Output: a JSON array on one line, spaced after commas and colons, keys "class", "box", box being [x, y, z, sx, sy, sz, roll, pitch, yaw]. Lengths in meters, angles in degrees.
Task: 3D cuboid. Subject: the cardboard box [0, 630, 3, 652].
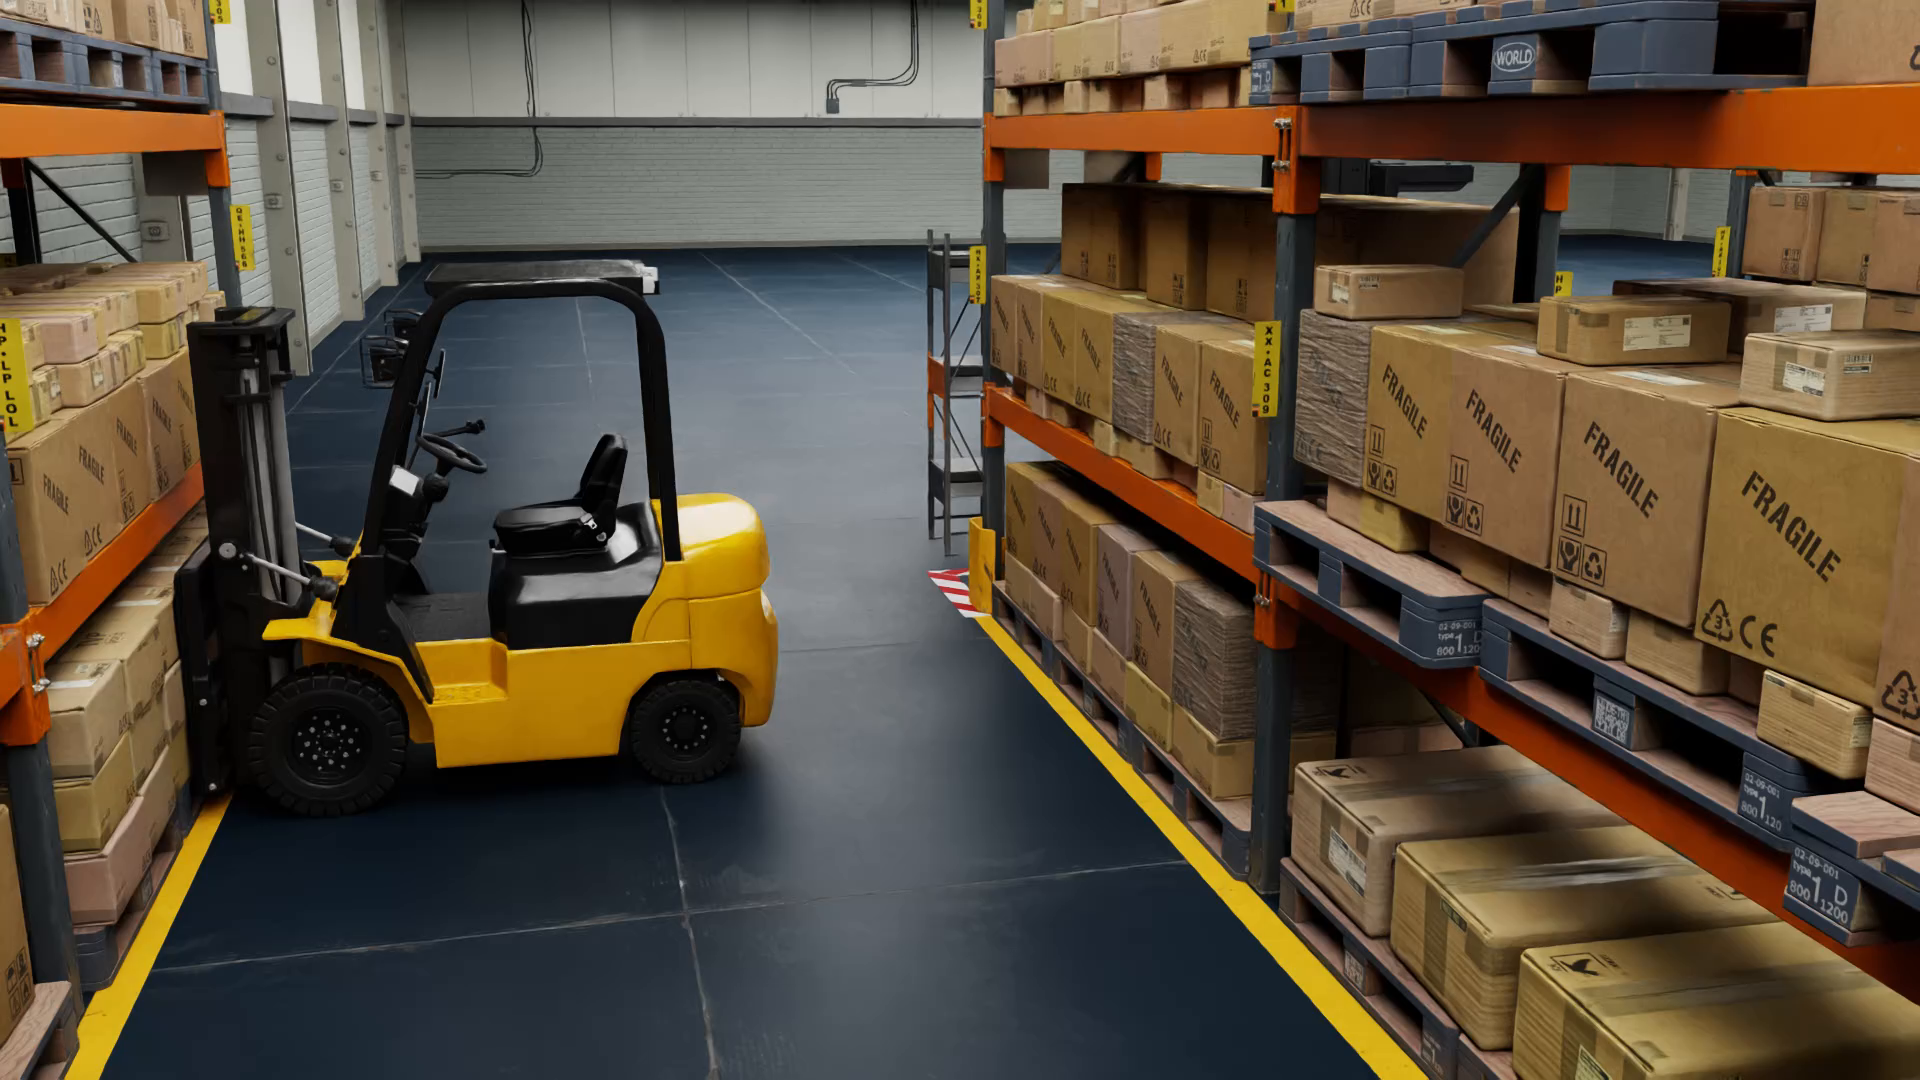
[{"class": "cardboard box", "box": [-2.880, 0.260, 4.359, 0.500, 0.250, 0.500, -3, 14, -12]}]

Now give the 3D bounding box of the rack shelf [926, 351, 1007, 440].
[{"class": "rack shelf", "box": [0.039, -0.969, 11.025, 0.431, 0.518, 0.480, -3, 14, -13]}]

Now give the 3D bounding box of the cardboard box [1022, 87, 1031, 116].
[{"class": "cardboard box", "box": [0.543, -2.300, 8.730, 0.380, 0.149, 0.250, -4, 14, -15]}]

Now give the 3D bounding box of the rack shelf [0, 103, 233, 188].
[{"class": "rack shelf", "box": [-3.722, -1.484, 6.376, 1.077, 0.370, 4.000, -3, 14, -13]}]

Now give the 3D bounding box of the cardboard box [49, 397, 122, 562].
[{"class": "cardboard box", "box": [-3.241, -0.199, 5.712, 0.500, 0.500, 0.500, -3, 14, -12]}]

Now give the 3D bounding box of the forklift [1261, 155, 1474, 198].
[{"class": "forklift", "box": [3.013, -1.718, 12.283, 3.031, 2.935, 1.130, -6, 15, -22]}]

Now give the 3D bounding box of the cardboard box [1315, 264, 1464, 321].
[{"class": "cardboard box", "box": [1.338, -0.776, 5.195, 0.380, 0.149, 0.250, -3, 14, -13]}]

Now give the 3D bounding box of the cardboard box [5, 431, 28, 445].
[{"class": "cardboard box", "box": [-3.072, -0.367, 5.030, 0.380, 0.149, 0.250, -4, 14, -14]}]

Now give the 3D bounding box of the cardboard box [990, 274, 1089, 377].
[{"class": "cardboard box", "box": [0.474, -1.183, 9.113, 0.500, 0.500, 0.500, -4, 14, -14]}]

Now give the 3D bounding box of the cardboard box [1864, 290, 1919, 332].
[{"class": "cardboard box", "box": [5.711, -1.142, 9.466, 0.875, 0.550, 0.550, -3, 14, -13]}]

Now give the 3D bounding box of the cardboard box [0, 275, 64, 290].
[{"class": "cardboard box", "box": [-4.173, -1.076, 7.307, 0.380, 0.149, 0.250, -3, 14, -13]}]

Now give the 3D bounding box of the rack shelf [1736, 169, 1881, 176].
[{"class": "rack shelf", "box": [5.890, -2.061, 8.736, 1.077, 0.370, 4.000, -3, 14, -13]}]

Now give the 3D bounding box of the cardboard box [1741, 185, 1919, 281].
[{"class": "cardboard box", "box": [5.469, -1.924, 10.390, 0.875, 0.550, 0.550, -3, 14, -13]}]

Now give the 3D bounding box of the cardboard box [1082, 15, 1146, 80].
[{"class": "cardboard box", "box": [0.847, -2.159, 7.314, 0.500, 0.250, 0.500, -3, 14, -12]}]

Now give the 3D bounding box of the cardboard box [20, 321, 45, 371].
[{"class": "cardboard box", "box": [-3.257, -0.627, 5.467, 0.380, 0.149, 0.250, -4, 14, -14]}]

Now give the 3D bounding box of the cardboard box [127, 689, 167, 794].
[{"class": "cardboard box", "box": [-3.186, 0.729, 5.977, 0.500, 0.250, 0.500, -3, 14, -13]}]

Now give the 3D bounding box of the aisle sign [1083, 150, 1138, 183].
[{"class": "aisle sign", "box": [0.899, -2.408, 9.487, 0.394, 0.787, 0.004, -3, 14, -13]}]

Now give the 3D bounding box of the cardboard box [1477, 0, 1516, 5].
[{"class": "cardboard box", "box": [1.579, -1.392, 3.913, 0.500, 0.250, 0.500, -3, 14, -14]}]

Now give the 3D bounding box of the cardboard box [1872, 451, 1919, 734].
[{"class": "cardboard box", "box": [2.002, 0.125, 2.871, 0.500, 0.500, 0.500, -4, 14, -14]}]

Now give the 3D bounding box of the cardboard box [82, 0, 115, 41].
[{"class": "cardboard box", "box": [-3.607, -2.130, 6.191, 0.797, 0.503, 0.637, -3, 14, -11]}]

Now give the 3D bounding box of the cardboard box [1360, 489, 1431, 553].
[{"class": "cardboard box", "box": [1.444, -0.071, 5.042, 0.380, 0.149, 0.250, -3, 14, -12]}]

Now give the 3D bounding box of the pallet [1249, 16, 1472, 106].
[{"class": "pallet", "box": [1.613, -1.410, 4.953, 1.213, 0.211, 1.003, -3, 14, -13]}]

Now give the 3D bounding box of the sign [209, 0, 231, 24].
[{"class": "sign", "box": [-3.661, -2.713, 8.194, 0.100, 0.325, 0.005, -3, 14, -13]}]

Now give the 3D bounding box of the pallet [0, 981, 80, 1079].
[{"class": "pallet", "box": [-3.042, 1.608, 4.402, 1.003, 0.211, 1.213, -3, 14, -13]}]

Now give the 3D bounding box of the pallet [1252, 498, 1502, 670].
[{"class": "pallet", "box": [1.610, 0.085, 5.162, 1.003, 0.211, 1.213, -3, 14, -13]}]

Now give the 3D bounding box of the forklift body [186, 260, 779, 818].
[{"class": "forklift body", "box": [-1.973, -0.089, 7.261, 2.313, 2.155, 1.214, -3, 14, -13]}]

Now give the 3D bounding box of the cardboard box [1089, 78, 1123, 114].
[{"class": "cardboard box", "box": [0.803, -1.999, 7.498, 0.380, 0.149, 0.250, -4, 14, -15]}]

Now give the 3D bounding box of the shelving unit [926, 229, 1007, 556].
[{"class": "shelving unit", "box": [0.039, -0.982, 11.022, 0.431, 2.100, 0.503, -3, 14, -13]}]

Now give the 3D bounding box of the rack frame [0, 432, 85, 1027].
[{"class": "rack frame", "box": [-3.252, 0.085, 4.758, 1.000, 3.000, 0.127, -3, 14, -13]}]

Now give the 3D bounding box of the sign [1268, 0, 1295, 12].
[{"class": "sign", "box": [1.046, -1.869, 5.345, 0.100, 0.325, 0.005, -3, 14, -13]}]

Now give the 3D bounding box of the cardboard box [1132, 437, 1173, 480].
[{"class": "cardboard box", "box": [0.958, -0.362, 7.116, 0.380, 0.149, 0.250, -3, 14, -14]}]

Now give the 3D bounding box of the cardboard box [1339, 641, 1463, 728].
[{"class": "cardboard box", "box": [1.695, 0.424, 6.700, 0.500, 0.500, 0.500, -3, 14, -11]}]

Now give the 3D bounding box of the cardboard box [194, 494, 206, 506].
[{"class": "cardboard box", "box": [-3.781, -0.103, 8.329, 0.500, 0.250, 0.500, -3, 14, -11]}]

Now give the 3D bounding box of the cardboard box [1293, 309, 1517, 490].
[{"class": "cardboard box", "box": [1.403, -0.465, 5.289, 0.500, 0.500, 0.500, -3, 14, -12]}]

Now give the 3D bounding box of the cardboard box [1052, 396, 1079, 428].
[{"class": "cardboard box", "box": [0.676, -0.661, 8.342, 0.380, 0.149, 0.250, -3, 14, -12]}]

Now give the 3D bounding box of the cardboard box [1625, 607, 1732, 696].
[{"class": "cardboard box", "box": [1.764, 0.233, 3.797, 0.380, 0.149, 0.250, -4, 14, -15]}]

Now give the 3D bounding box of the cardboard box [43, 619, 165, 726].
[{"class": "cardboard box", "box": [-3.171, 0.484, 5.929, 0.500, 0.250, 0.500, -3, 14, -13]}]

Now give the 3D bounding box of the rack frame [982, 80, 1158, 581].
[{"class": "rack frame", "box": [0.632, -1.115, 9.671, 1.000, 3.000, 0.127, -3, 14, -13]}]

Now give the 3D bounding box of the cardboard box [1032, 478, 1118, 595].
[{"class": "cardboard box", "box": [0.686, -0.020, 8.518, 0.500, 0.500, 0.500, -4, 14, -15]}]

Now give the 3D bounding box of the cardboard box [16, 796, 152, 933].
[{"class": "cardboard box", "box": [-3.044, 1.087, 5.567, 0.500, 0.250, 0.500, -3, 14, -13]}]

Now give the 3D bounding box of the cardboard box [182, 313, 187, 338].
[{"class": "cardboard box", "box": [-3.701, -0.958, 7.452, 0.380, 0.149, 0.250, -3, 14, -14]}]

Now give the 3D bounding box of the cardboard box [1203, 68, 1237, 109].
[{"class": "cardboard box", "box": [1.144, -1.704, 6.290, 0.380, 0.149, 0.250, -3, 14, -13]}]

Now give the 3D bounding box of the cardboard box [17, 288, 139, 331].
[{"class": "cardboard box", "box": [-3.537, -0.921, 6.673, 0.380, 0.149, 0.250, -3, 14, -12]}]

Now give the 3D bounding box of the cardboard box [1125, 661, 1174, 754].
[{"class": "cardboard box", "box": [1.037, 0.696, 7.168, 0.500, 0.250, 0.500, -4, 14, -15]}]

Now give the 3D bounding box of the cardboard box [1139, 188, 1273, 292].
[{"class": "cardboard box", "box": [1.296, -1.459, 8.135, 0.700, 0.500, 0.500, -3, 14, -14]}]

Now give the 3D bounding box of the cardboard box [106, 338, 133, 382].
[{"class": "cardboard box", "box": [-3.344, -0.663, 6.245, 0.380, 0.149, 0.250, -4, 14, -15]}]

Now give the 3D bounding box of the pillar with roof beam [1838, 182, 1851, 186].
[{"class": "pillar with roof beam", "box": [15.893, -10.593, 35.826, 9.100, 9.000, 0.400, -3, 14, -13]}]

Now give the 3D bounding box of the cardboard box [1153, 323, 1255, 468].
[{"class": "cardboard box", "box": [1.098, -0.592, 6.694, 0.500, 0.500, 0.500, -3, 14, -11]}]

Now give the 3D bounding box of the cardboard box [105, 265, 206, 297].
[{"class": "cardboard box", "box": [-3.815, -1.220, 7.895, 0.380, 0.149, 0.250, -3, 14, -13]}]
